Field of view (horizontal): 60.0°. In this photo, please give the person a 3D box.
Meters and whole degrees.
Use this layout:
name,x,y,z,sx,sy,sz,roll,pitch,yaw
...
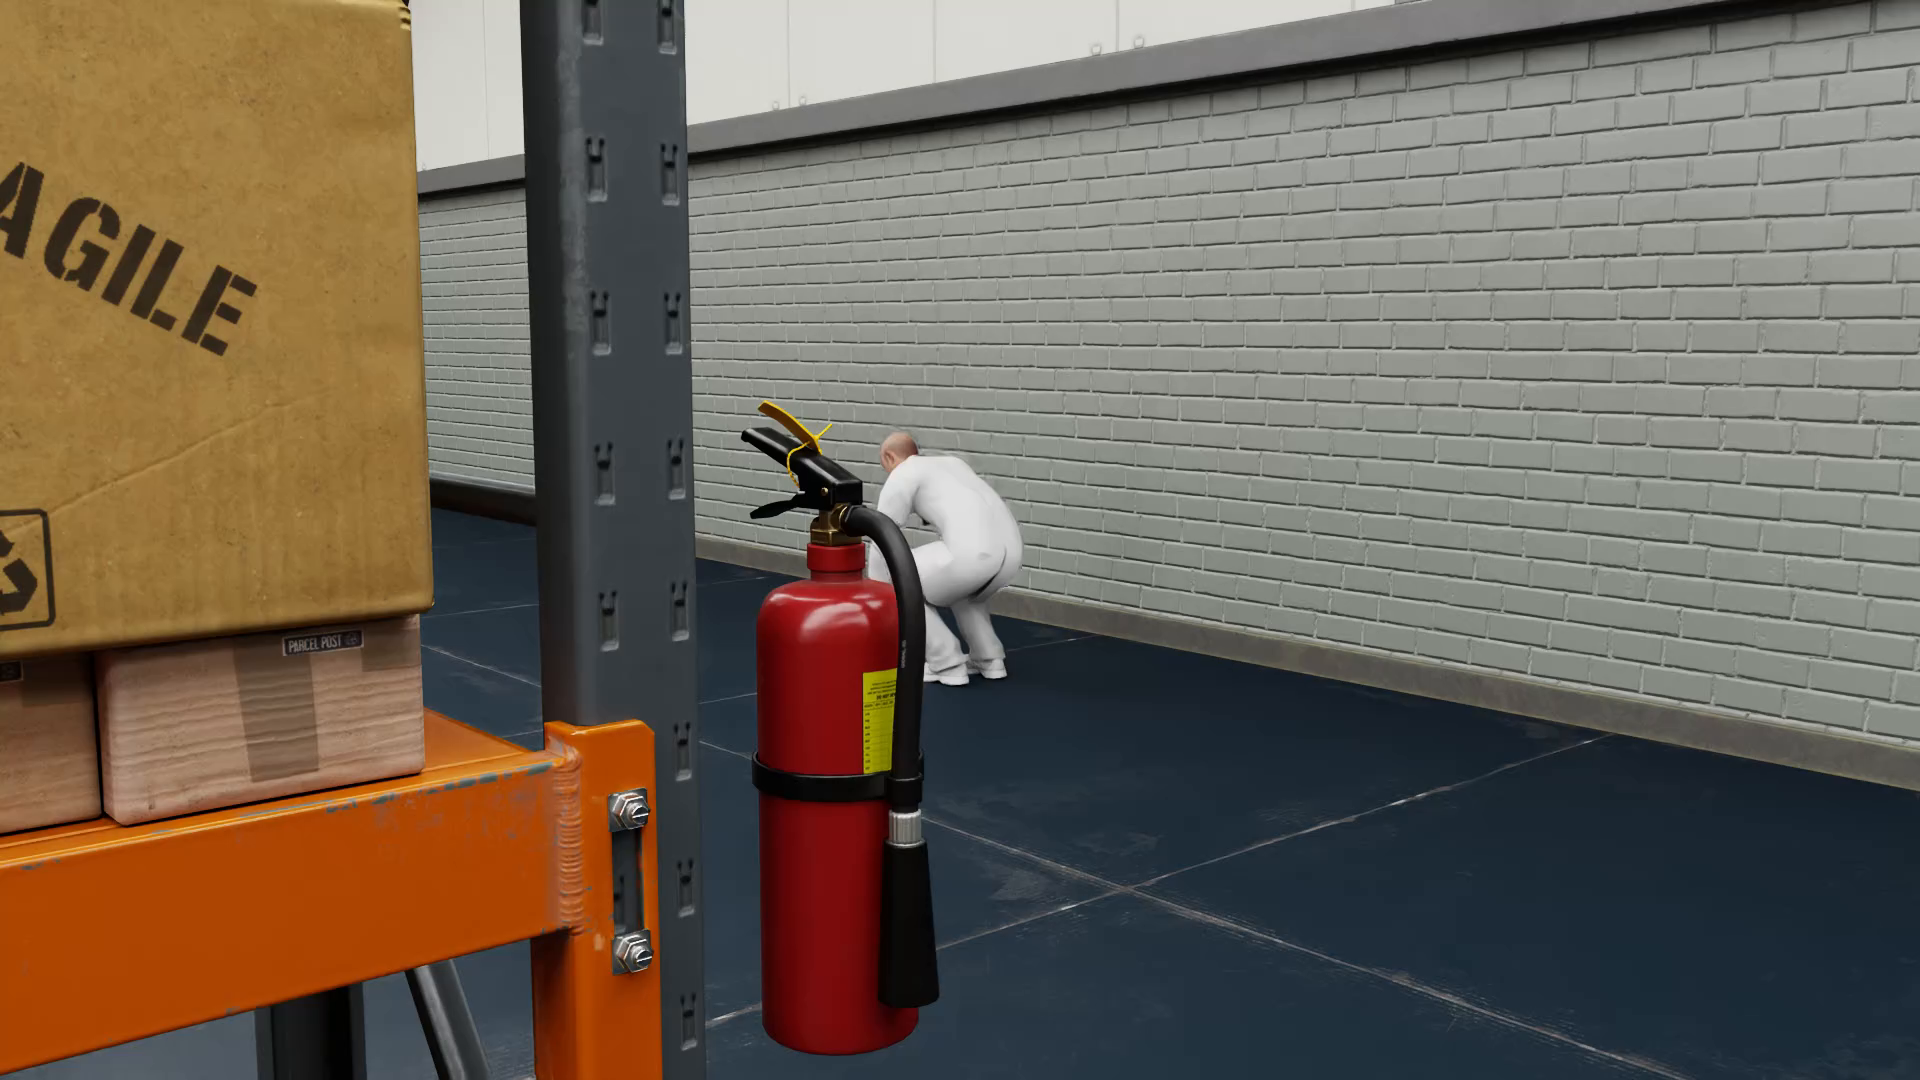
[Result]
name,x,y,z,sx,sy,sz,roll,pitch,yaw
person,-0.078,0.131,8.065,0.625,1.083,0.830,-6,10,-41
